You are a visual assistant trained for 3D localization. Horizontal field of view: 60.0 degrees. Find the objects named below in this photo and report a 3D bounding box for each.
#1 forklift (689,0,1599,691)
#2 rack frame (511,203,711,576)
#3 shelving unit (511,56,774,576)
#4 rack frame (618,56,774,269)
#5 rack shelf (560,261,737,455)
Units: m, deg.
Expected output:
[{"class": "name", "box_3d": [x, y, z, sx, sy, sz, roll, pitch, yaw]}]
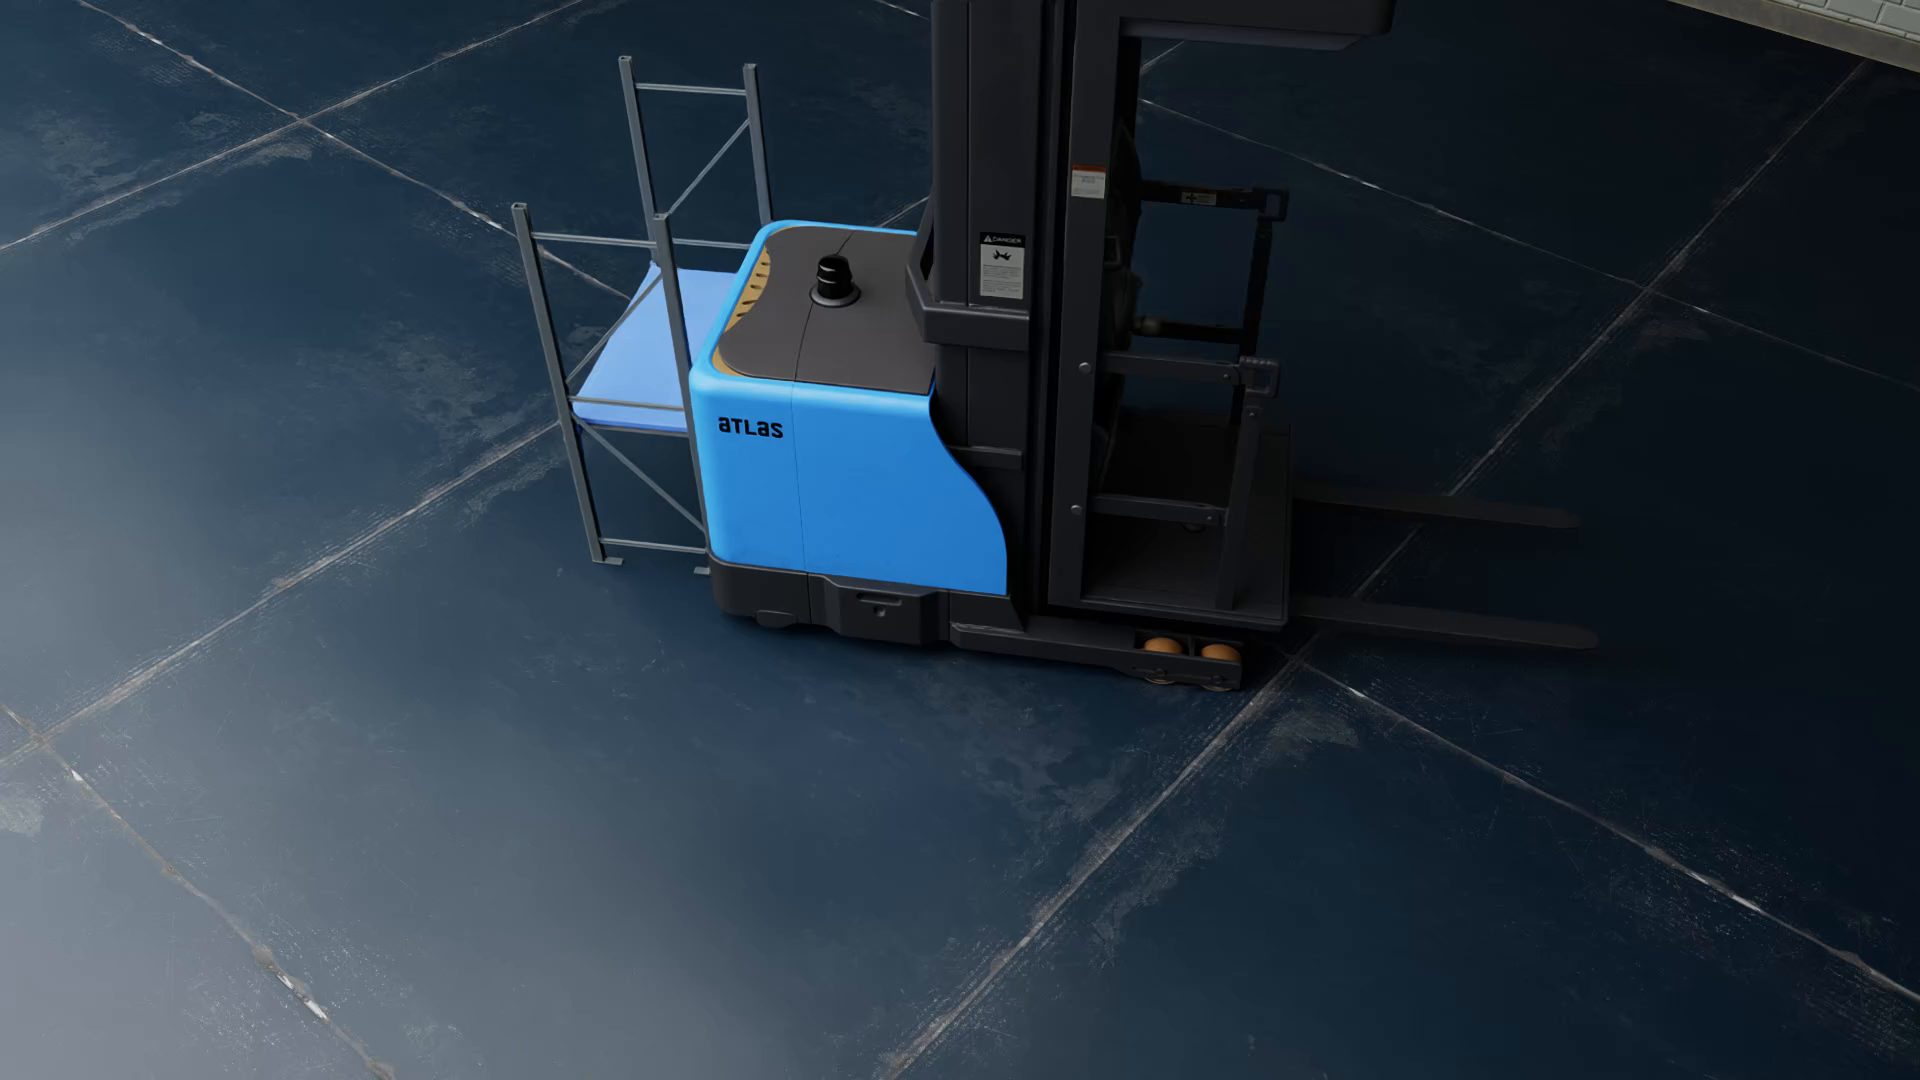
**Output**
[{"class": "forklift", "box_3d": [0.688, -0.955, 5.122, 3.031, 2.935, 1.130, 7, 43, 7]}, {"class": "rack frame", "box_3d": [-1.127, -0.458, 5.630, 0.500, 1.500, 0.032, 6, 43, 8]}, {"class": "shelving unit", "box_3d": [-1.037, -0.794, 6.000, 0.538, 1.500, 1.048, 6, 43, 8]}, {"class": "rack frame", "box_3d": [-0.947, -1.131, 6.370, 0.500, 1.500, 0.032, 6, 43, 8]}, {"class": "rack shelf", "box_3d": [-1.033, -0.661, 6.121, 0.538, 0.185, 1.000, 6, 43, 8]}]
